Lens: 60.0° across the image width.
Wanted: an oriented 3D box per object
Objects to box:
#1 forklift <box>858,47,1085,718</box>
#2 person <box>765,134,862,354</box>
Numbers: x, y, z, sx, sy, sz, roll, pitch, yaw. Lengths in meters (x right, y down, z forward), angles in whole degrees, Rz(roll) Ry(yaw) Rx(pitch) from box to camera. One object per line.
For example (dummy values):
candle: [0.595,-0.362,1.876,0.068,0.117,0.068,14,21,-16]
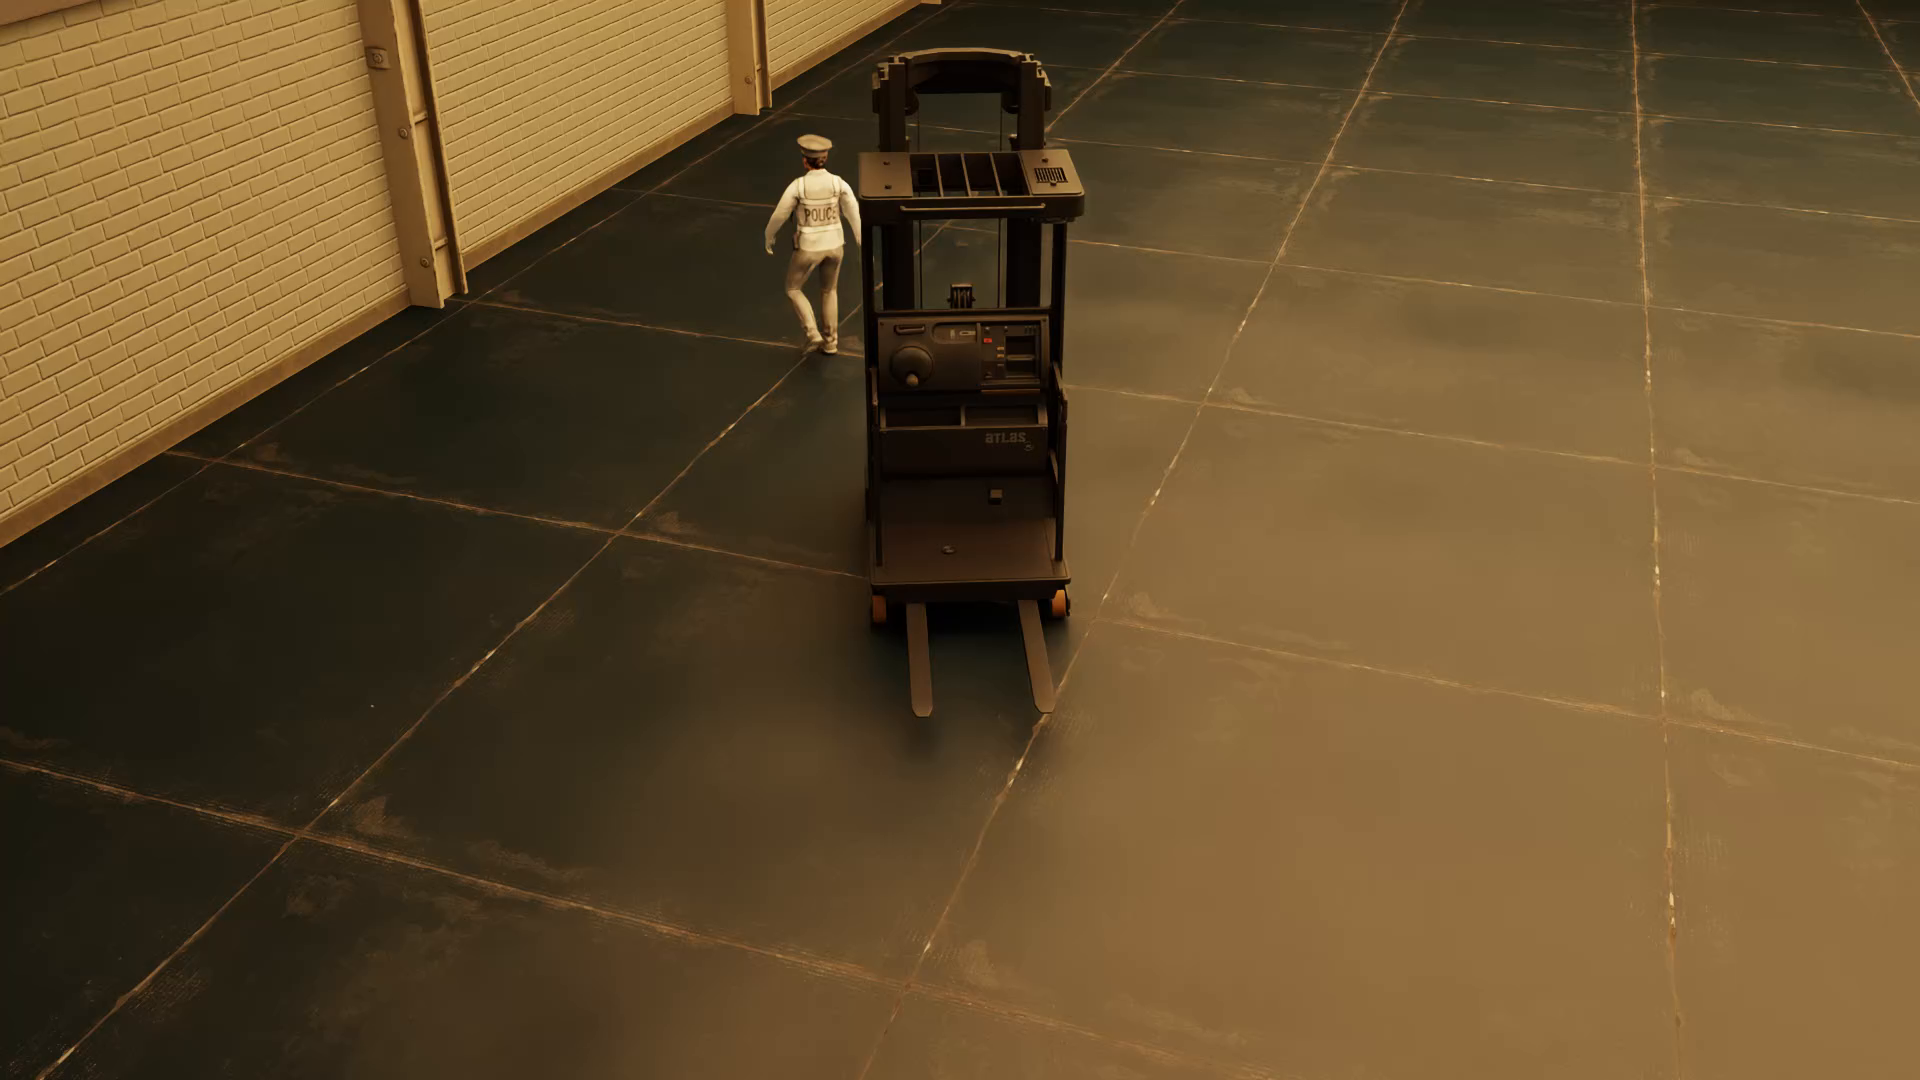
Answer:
forklift: [0.030,-0.972,8.842,1.121,2.935,3.031,-2,30,-3]
person: [-1.035,-2.114,12.147,0.694,1.649,0.508,-12,32,-20]
